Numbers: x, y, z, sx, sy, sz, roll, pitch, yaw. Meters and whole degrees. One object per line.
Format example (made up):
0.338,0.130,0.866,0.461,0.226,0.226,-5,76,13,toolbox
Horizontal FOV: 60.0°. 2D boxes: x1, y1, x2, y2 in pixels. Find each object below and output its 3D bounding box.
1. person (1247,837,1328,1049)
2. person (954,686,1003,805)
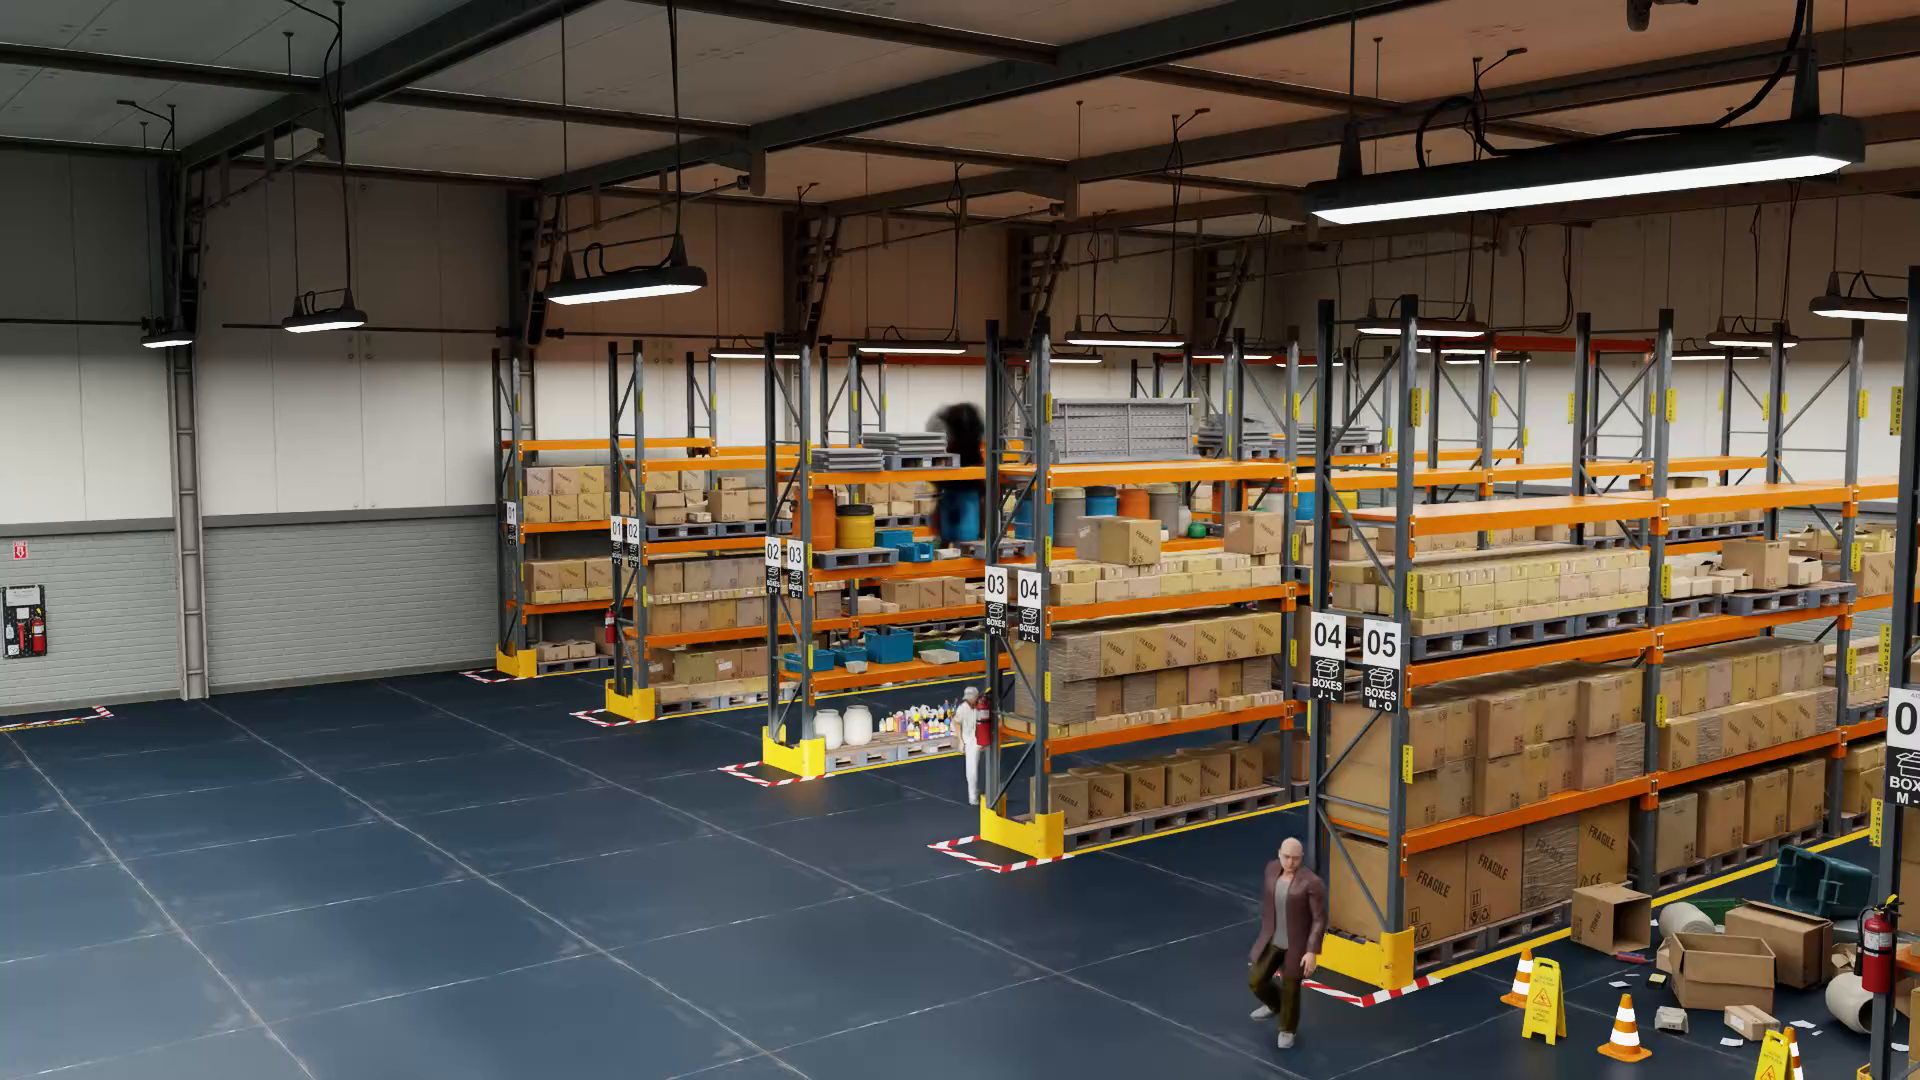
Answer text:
2.593,3.155,13.134,0.745,1.737,0.593,4,6,38,person
0.252,2.592,20.975,0.662,1.595,0.747,0,5,-2,person
